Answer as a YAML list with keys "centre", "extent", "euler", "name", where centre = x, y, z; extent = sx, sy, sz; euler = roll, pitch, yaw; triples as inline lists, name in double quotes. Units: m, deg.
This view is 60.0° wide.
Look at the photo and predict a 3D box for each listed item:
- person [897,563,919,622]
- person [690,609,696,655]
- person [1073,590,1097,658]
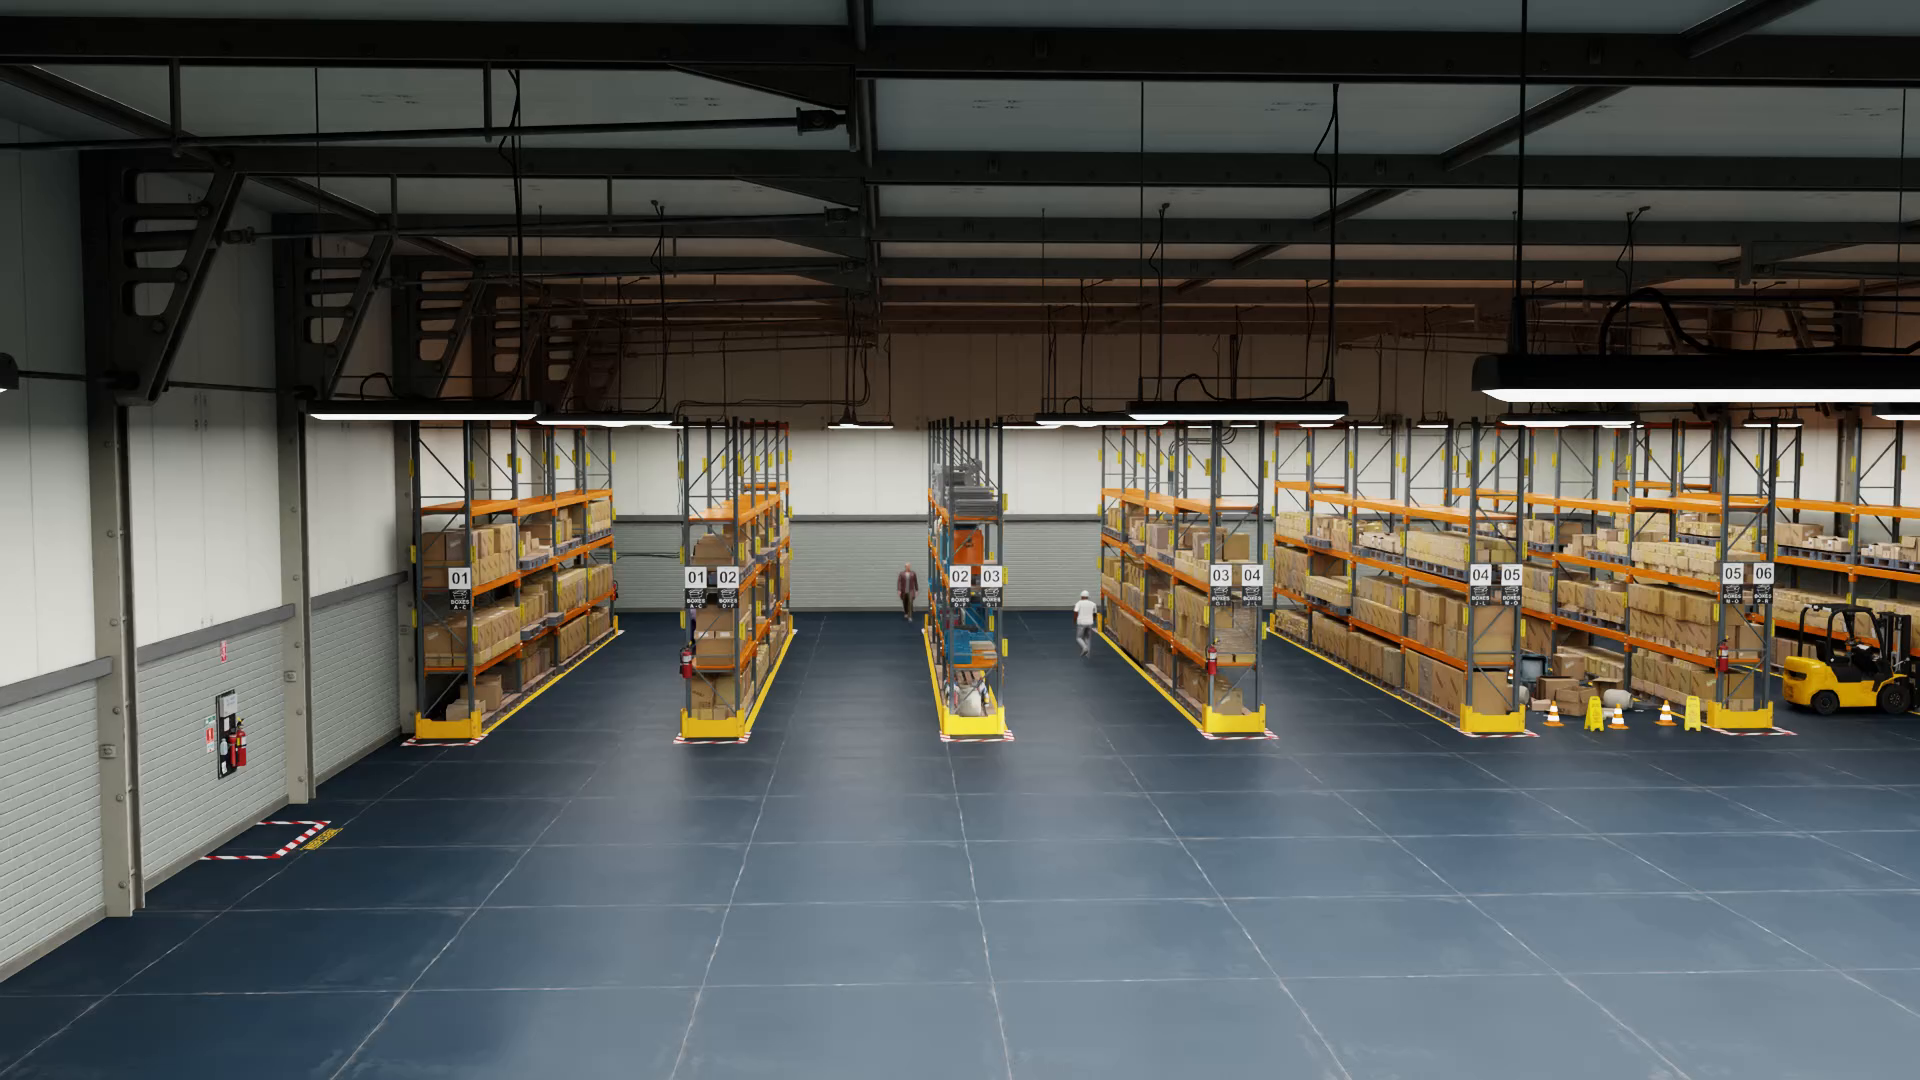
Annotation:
- centre: [-1.590, 1.564, 50.268]
  extent: [0.620, 1.713, 1.079]
  euler: [0, 4, 6]
  name: "person"
- centre: [-6.812, 2.150, 42.780]
  extent: [0.558, 1.601, 0.539]
  euler: [-1, 4, -10]
  name: "person"
- centre: [3.186, 2.137, 42.043]
  extent: [0.646, 1.695, 0.750]
  euler: [-1, 4, -15]
  name: "person"
